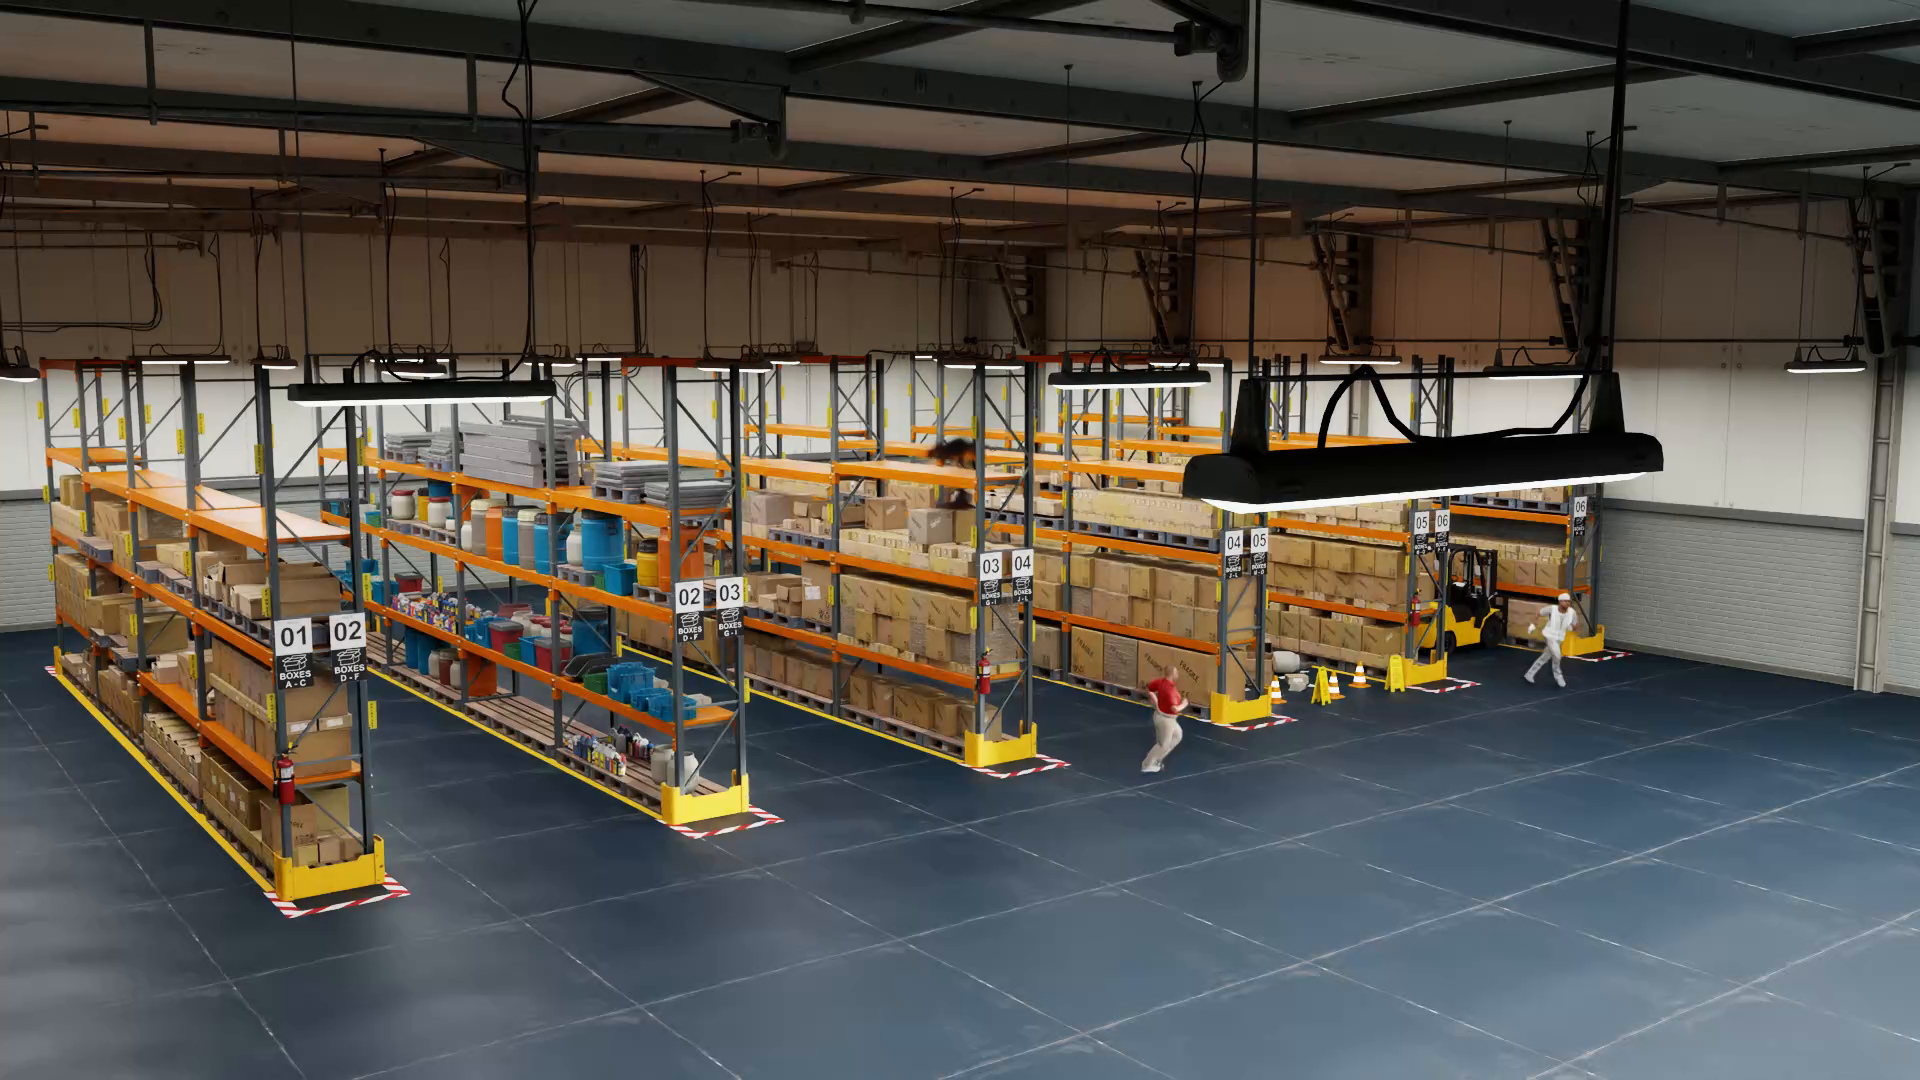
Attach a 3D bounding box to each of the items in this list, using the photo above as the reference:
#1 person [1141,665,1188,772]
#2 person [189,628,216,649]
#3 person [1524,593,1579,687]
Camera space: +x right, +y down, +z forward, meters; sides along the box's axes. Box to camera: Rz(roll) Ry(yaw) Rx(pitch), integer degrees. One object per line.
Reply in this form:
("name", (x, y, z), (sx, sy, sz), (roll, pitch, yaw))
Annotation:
("person", (2.983, 2.614, 24.151), (0.641, 1.672, 0.785), (-1, 7, -5))
("person", (-14.429, 1.848, 31.792), (0.937, 1.389, 0.612), (4, 8, 30))
("person", (10.897, 1.806, 30.530), (0.804, 1.701, 0.727), (-3, 7, -21))
